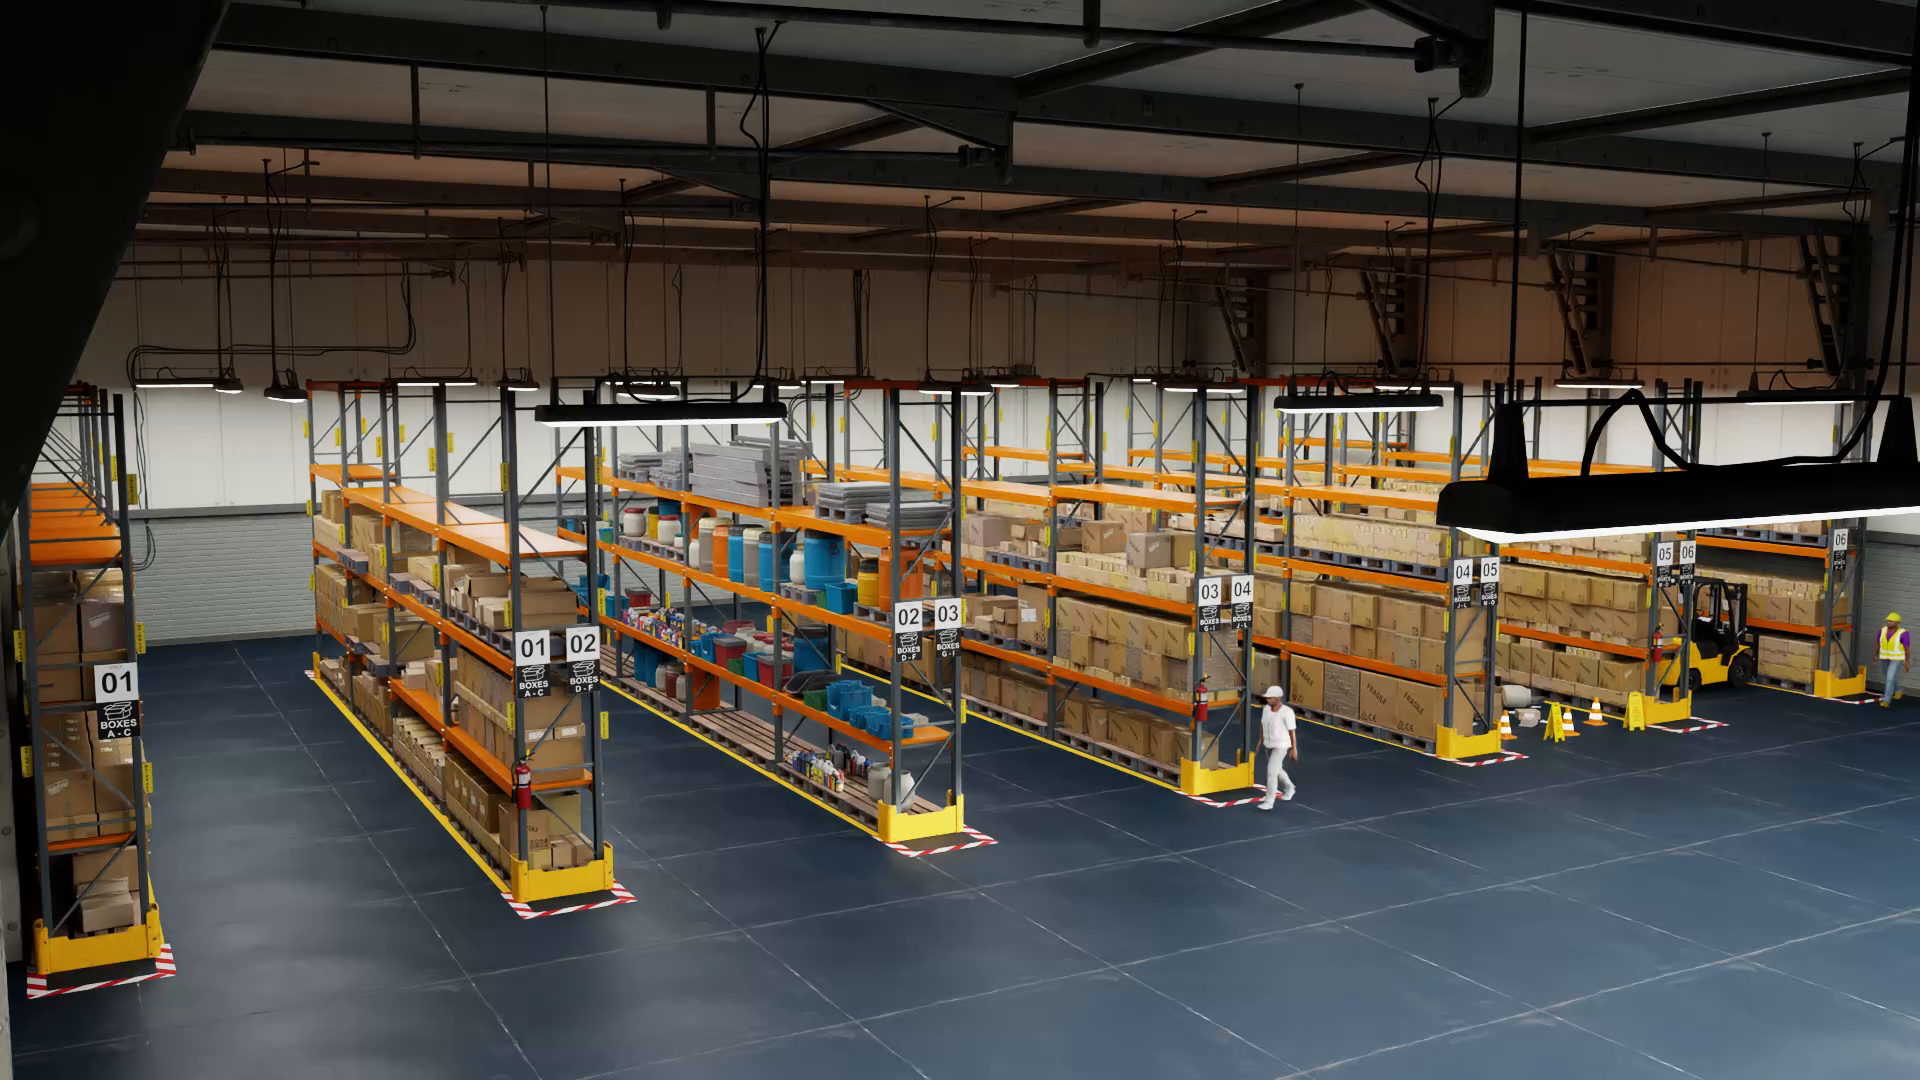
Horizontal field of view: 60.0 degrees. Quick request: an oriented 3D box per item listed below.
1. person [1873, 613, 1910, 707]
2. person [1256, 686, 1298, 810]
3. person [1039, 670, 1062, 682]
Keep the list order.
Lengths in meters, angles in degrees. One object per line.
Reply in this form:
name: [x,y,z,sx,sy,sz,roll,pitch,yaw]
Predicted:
person: [17.241,2.200,30.750,0.982,1.734,0.606,-4,7,-34]
person: [4.529,2.944,23.813,0.911,1.746,0.630,-3,7,-29]
person: [1.861,1.978,33.285,0.431,1.567,1.016,-4,7,-31]
